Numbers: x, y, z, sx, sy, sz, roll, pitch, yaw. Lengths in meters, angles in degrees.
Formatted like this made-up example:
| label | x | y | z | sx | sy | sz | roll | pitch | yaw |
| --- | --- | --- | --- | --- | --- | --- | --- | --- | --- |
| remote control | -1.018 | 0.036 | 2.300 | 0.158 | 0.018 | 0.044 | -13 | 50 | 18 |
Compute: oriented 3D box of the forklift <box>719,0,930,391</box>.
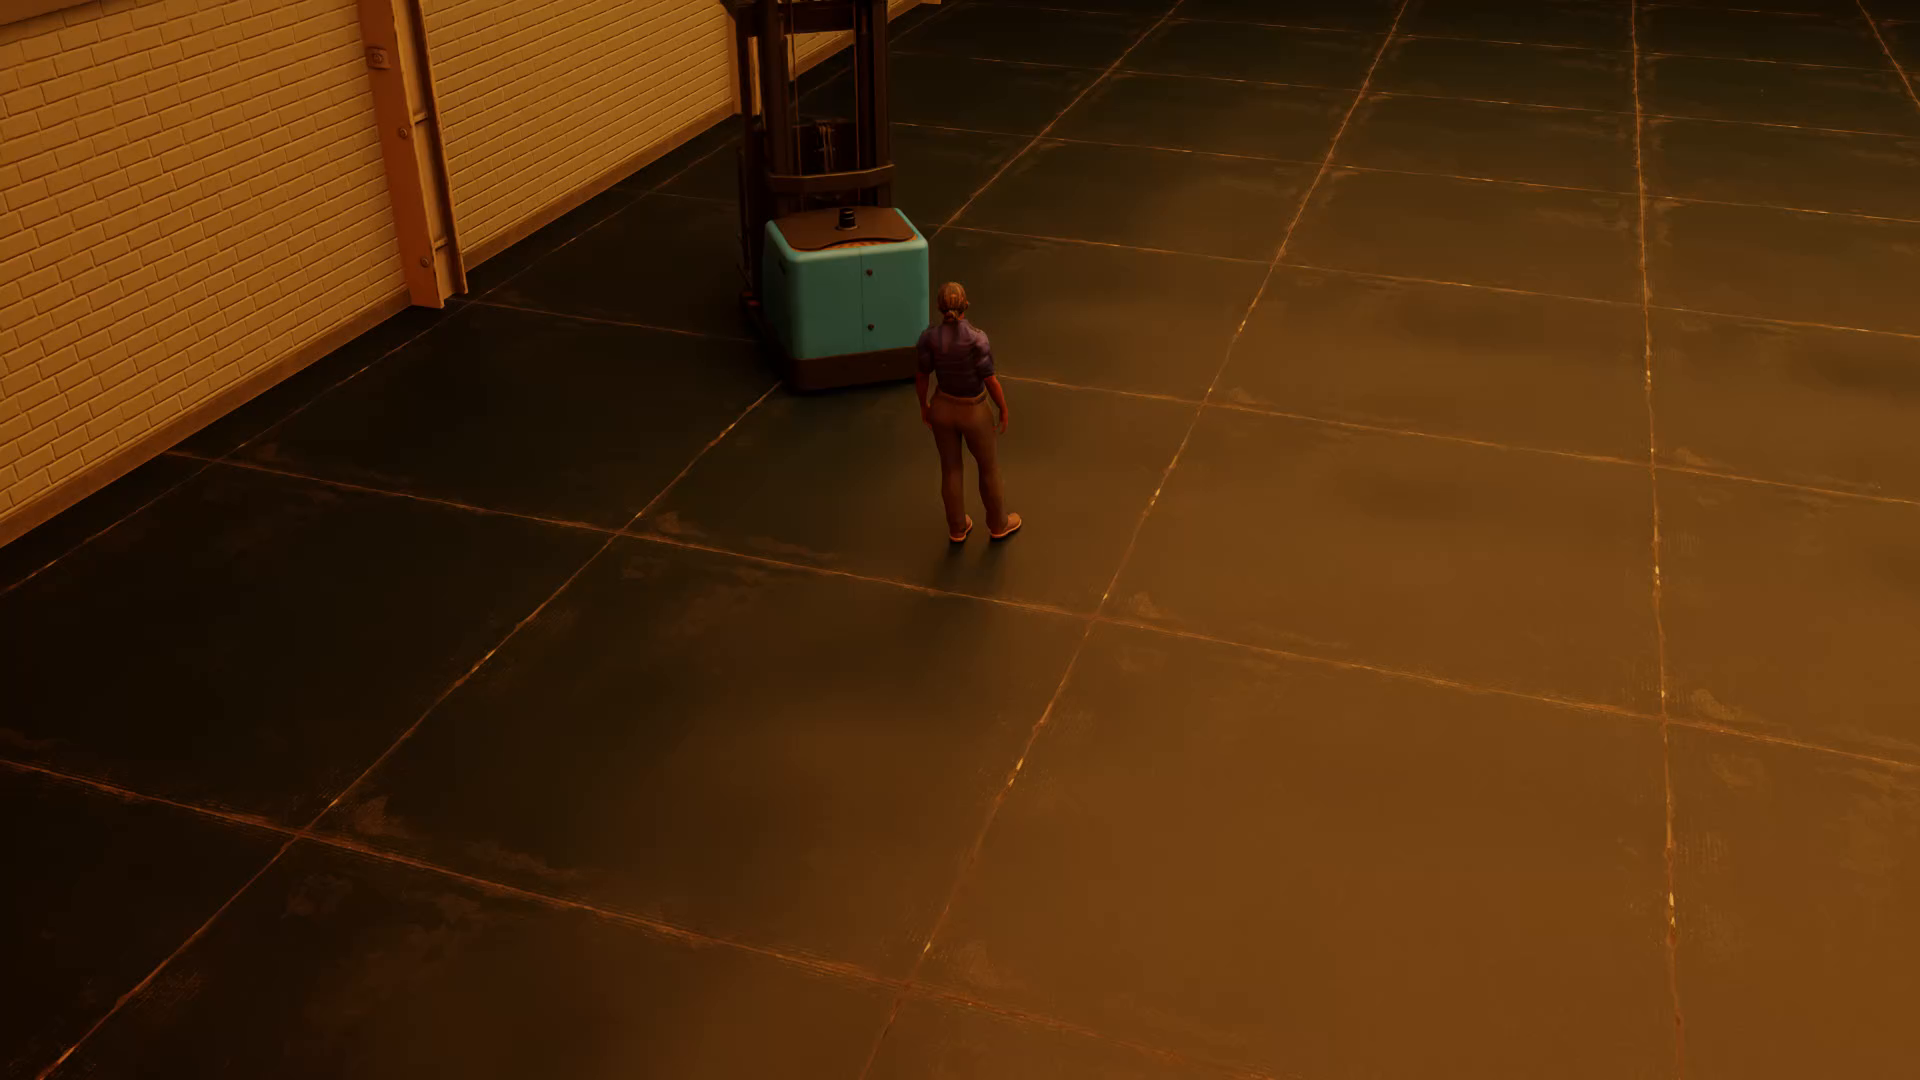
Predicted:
| label | x | y | z | sx | sy | sz | roll | pitch | yaw |
| --- | --- | --- | --- | --- | --- | --- | --- | --- | --- |
| forklift | -1.129 | -3.048 | 12.484 | 1.130 | 2.935 | 3.031 | -9 | 31 | -15 |

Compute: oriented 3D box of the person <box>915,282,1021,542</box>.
| label | x | y | z | sx | sy | sz | roll | pitch | yaw |
| --- | --- | --- | --- | --- | --- | --- | --- | --- | --- |
| person | 0.047 | -0.763 | 9.749 | 0.569 | 1.656 | 0.503 | 10 | 31 | 16 |
